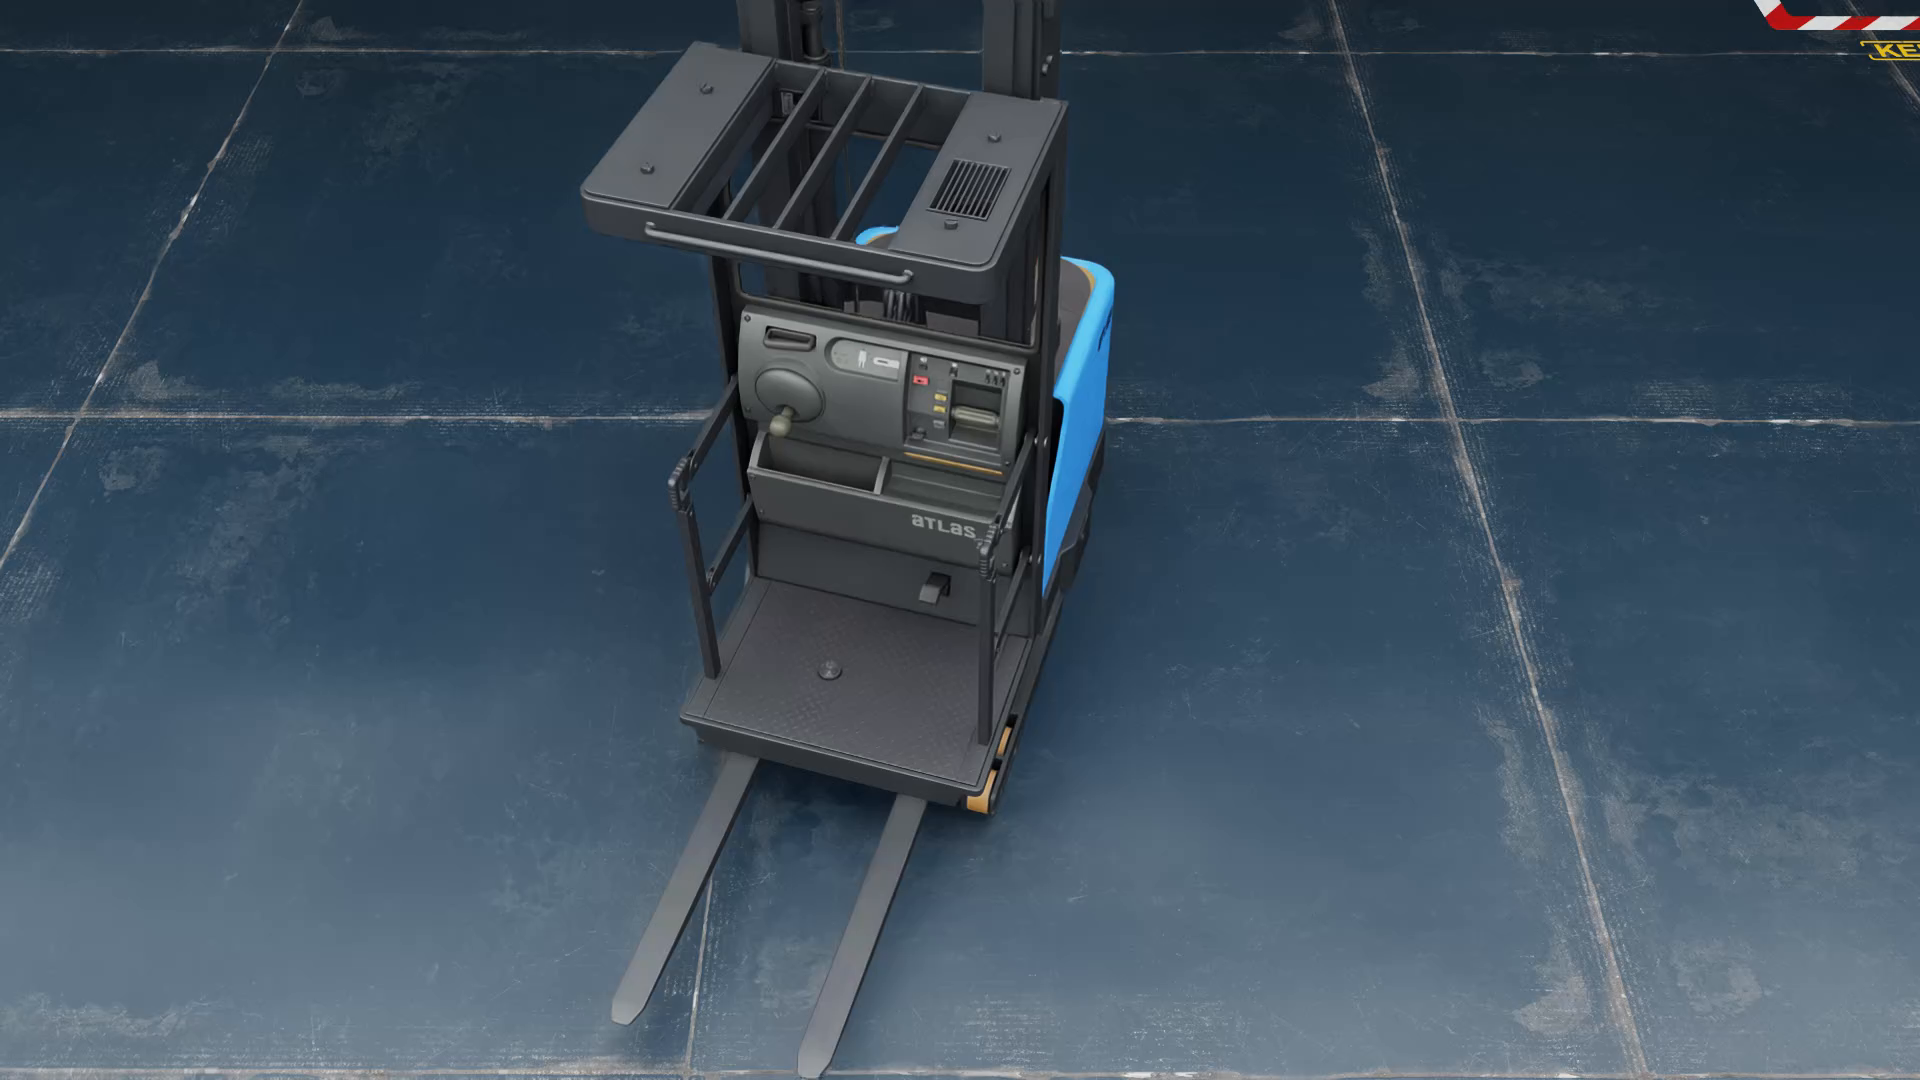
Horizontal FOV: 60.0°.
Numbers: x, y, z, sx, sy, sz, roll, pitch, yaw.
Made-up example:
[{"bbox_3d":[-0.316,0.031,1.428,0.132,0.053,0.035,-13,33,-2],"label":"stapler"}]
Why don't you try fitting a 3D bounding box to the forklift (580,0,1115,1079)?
[{"bbox_3d":[-0.314,-0.370,5.092,1.130,2.935,3.031,12,48,11],"label":"forklift"}]
